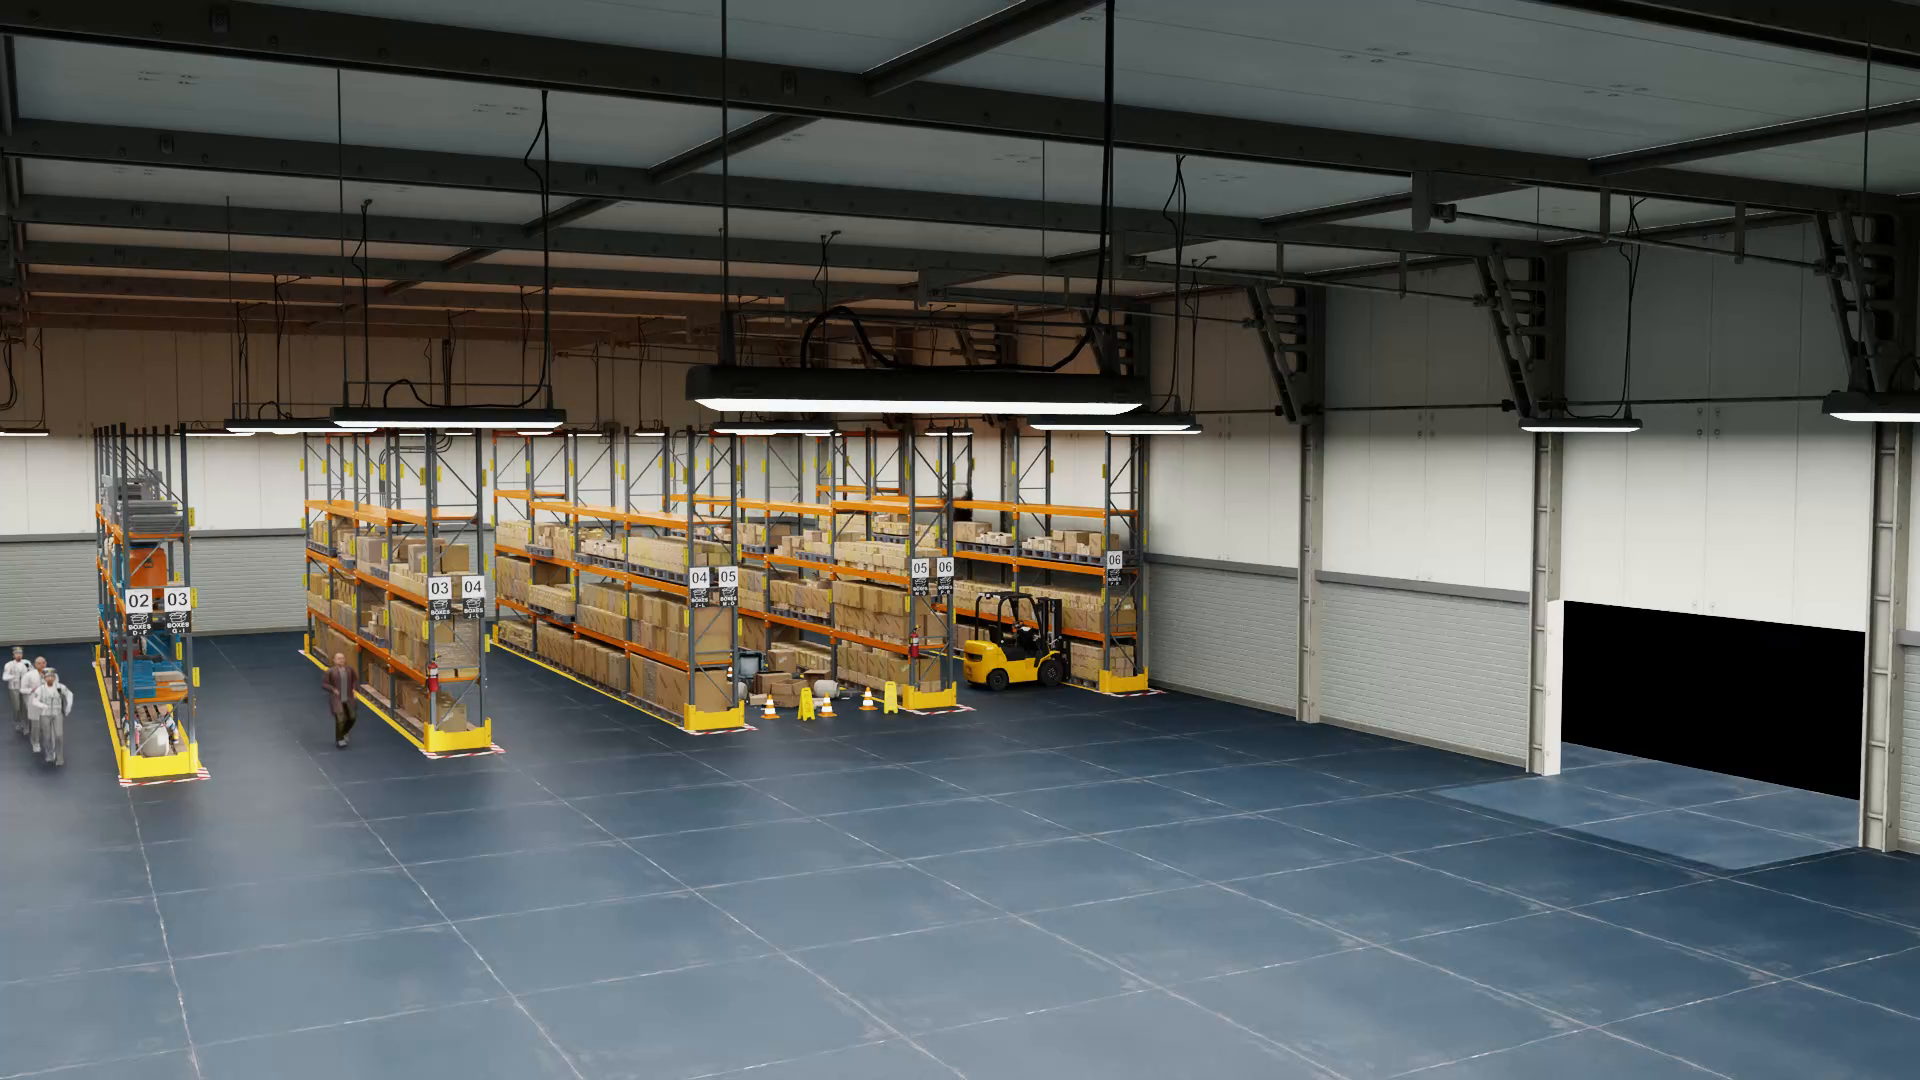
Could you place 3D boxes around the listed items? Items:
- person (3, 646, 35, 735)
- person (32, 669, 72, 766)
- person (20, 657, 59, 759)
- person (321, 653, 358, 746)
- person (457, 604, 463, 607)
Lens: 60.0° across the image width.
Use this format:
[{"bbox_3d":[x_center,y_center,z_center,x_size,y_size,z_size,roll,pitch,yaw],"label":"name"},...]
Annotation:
[{"bbox_3d":[-18.248,2.925,32.294,0.592,1.736,0.684,-2,4,-35],"label":"person"},{"bbox_3d":[-15.949,3.123,29.238,0.625,1.743,0.698,-2,4,-29],"label":"person"},{"bbox_3d":[-16.598,3.000,30.029,0.663,1.805,1.001,-3,4,-37],"label":"person"},{"bbox_3d":[-11.500,2.972,30.974,0.702,1.730,0.649,-3,4,-38],"label":"person"},{"bbox_3d":[-13.566,2.137,45.000,0.694,1.743,0.563,-2,4,-24],"label":"person"}]
